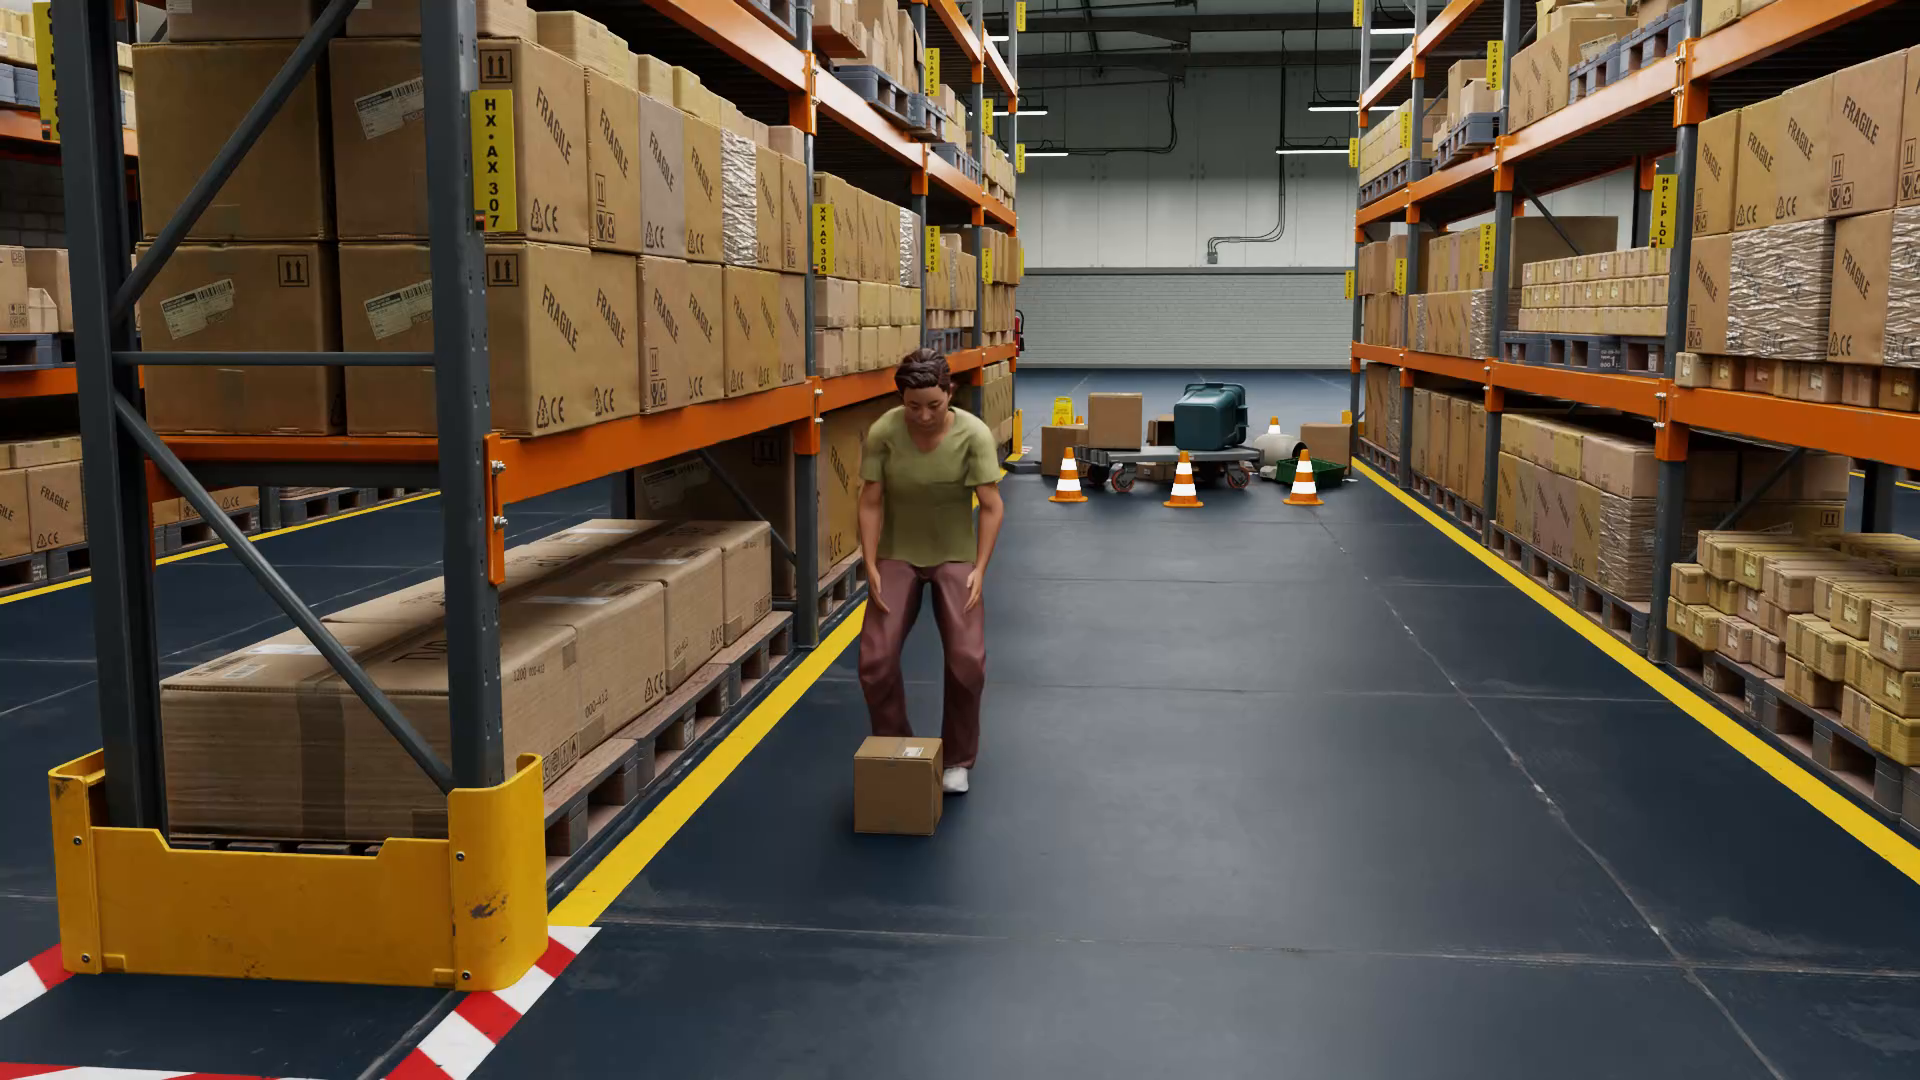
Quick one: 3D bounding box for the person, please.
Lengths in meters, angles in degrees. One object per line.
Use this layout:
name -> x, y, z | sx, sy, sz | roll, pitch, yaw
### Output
person -> -0.098, 0.105, 5.655 | 0.498, 1.515, 0.532 | 1, 8, 8
